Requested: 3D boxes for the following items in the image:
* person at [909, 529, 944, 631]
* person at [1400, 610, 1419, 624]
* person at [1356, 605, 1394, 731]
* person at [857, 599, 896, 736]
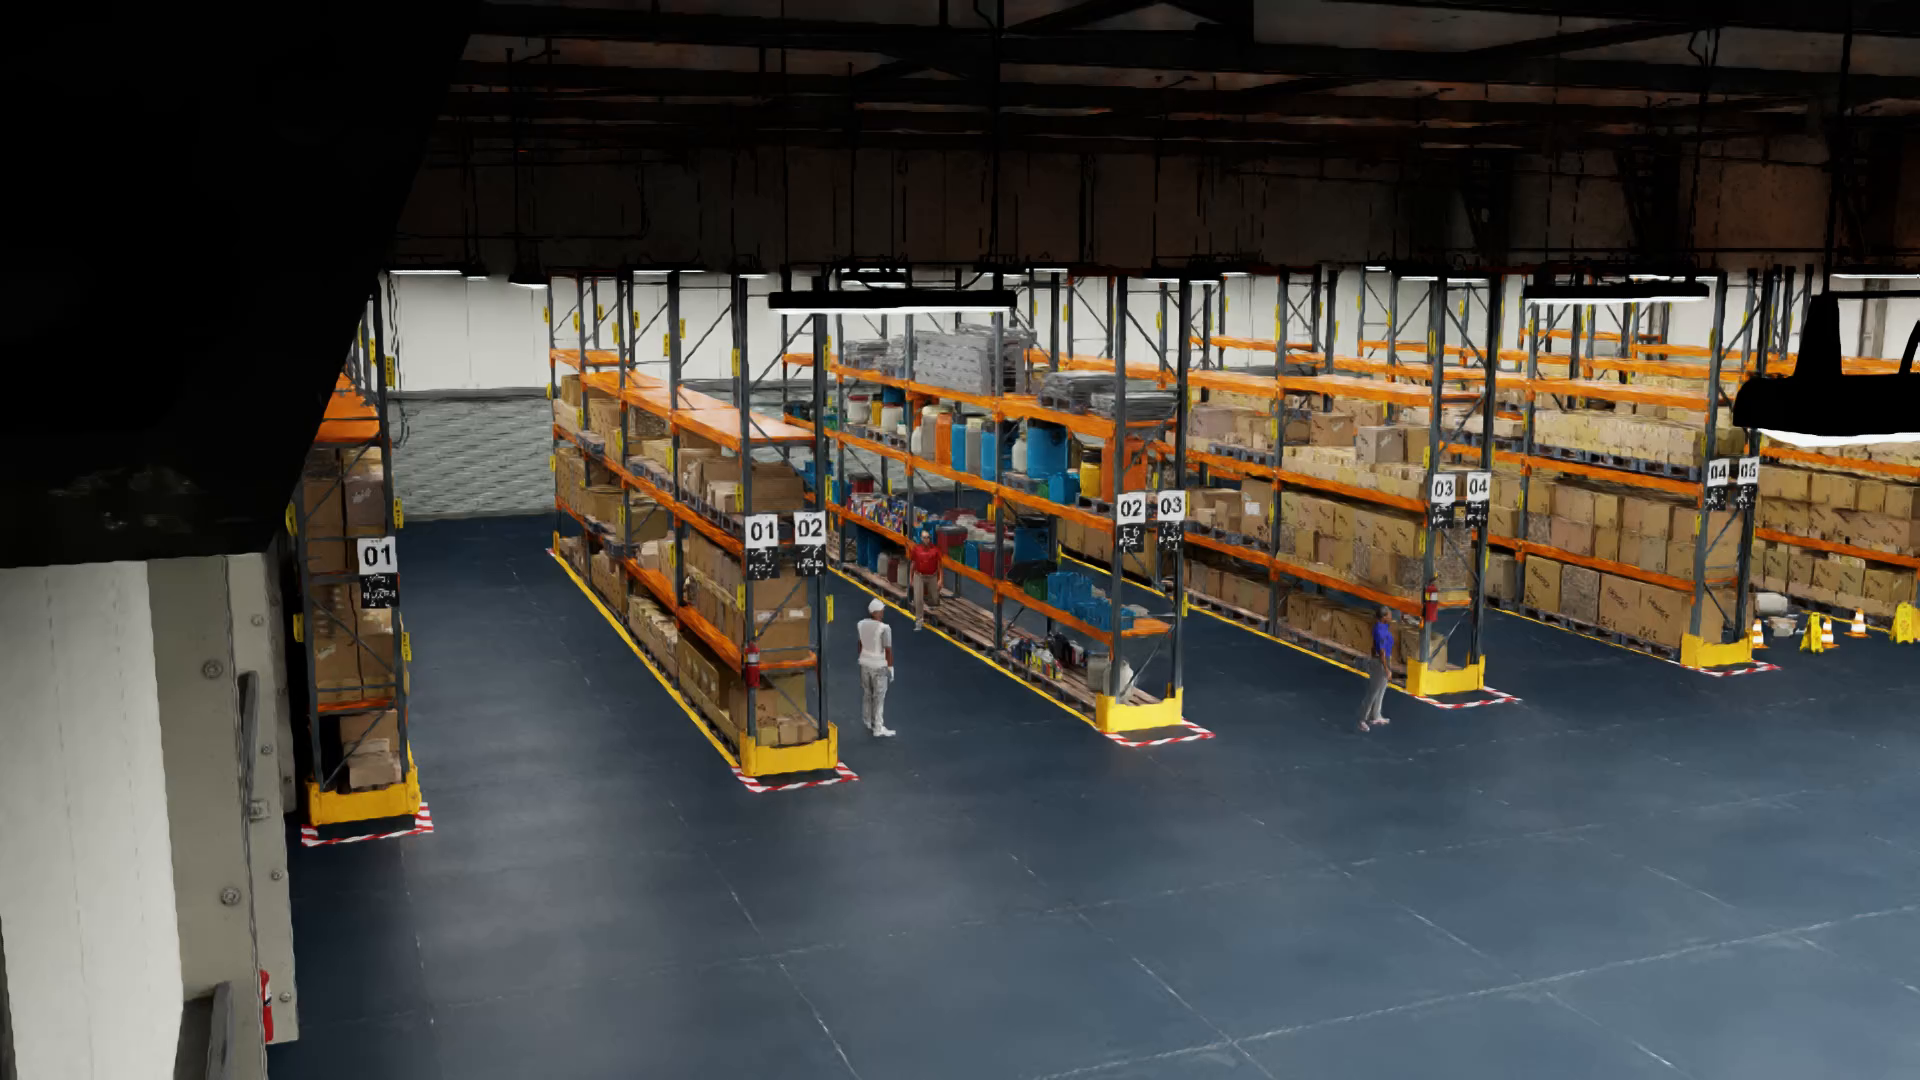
[{"bbox_3d":[-0.563,0.643,27.995,0.568,1.685,0.955,-1,10,-6],"label":"person"},{"bbox_3d":[7.637,0.631,28.209,0.503,1.670,0.432,8,13,40],"label":"person"},{"bbox_3d":[5.552,1.704,22.188,0.448,1.644,0.653,3,10,15],"label":"person"},{"bbox_3d":[-1.087,1.649,21.937,0.634,1.789,0.477,9,13,42],"label":"person"}]
